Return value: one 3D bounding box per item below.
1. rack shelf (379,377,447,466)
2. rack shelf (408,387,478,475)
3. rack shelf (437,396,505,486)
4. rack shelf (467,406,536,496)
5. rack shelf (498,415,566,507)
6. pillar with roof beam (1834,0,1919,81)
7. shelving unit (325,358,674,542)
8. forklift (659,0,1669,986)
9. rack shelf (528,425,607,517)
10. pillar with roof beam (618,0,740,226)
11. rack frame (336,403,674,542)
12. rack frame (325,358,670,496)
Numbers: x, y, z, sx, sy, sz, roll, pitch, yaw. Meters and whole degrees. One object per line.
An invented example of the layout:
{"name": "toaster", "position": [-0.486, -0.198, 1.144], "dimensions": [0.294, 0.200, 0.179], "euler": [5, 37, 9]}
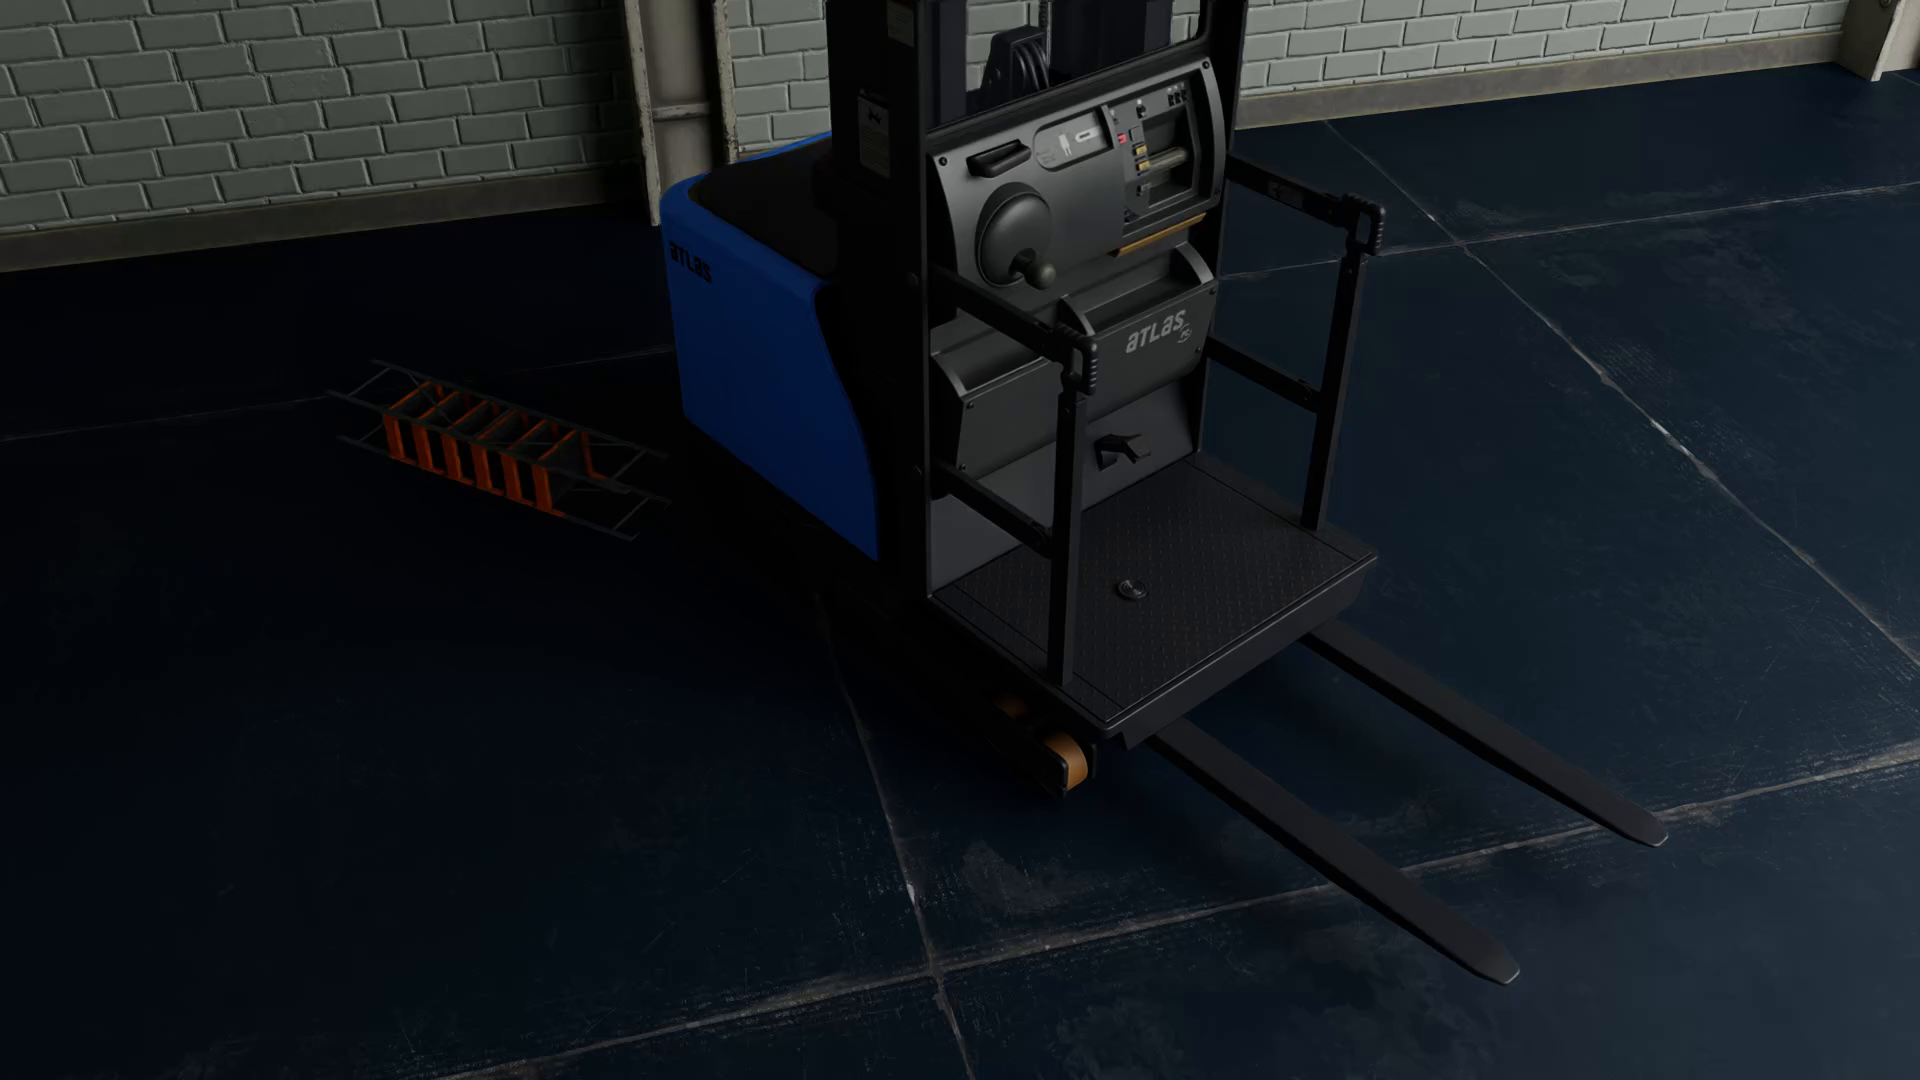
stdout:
{"name": "rack shelf", "position": [-1.802, -0.400, 5.564], "dimensions": [0.103, 0.180, 0.258], "euler": [18, 41, 19]}
{"name": "rack shelf", "position": [-1.694, -0.365, 5.525], "dimensions": [0.103, 0.180, 0.258], "euler": [18, 41, 19]}
{"name": "rack shelf", "position": [-1.587, -0.329, 5.485], "dimensions": [0.103, 0.180, 0.258], "euler": [18, 41, 19]}
{"name": "rack shelf", "position": [-1.479, -0.294, 5.446], "dimensions": [0.103, 0.180, 0.258], "euler": [18, 41, 19]}
{"name": "rack shelf", "position": [-1.371, -0.259, 5.406], "dimensions": [0.103, 0.180, 0.258], "euler": [18, 41, 19]}
{"name": "pillar with roof beam", "position": [5.770, -3.436, 2.336], "dimensions": [0.400, 9.000, 9.100], "euler": [-9, 38, -12]}
{"name": "shelving unit", "position": [-1.519, -0.307, 5.460], "dimensions": [1.200, 0.189, 0.258], "euler": [18, 41, 19]}
{"name": "forklift", "position": [0.451, -0.847, 3.945], "dimensions": [1.130, 2.935, 3.031], "euler": [-28, 45, -31]}
{"name": "rack shelf", "position": [-1.263, -0.224, 5.367], "dimensions": [0.103, 0.180, 0.258], "euler": [18, 41, 19]}
{"name": "pillar with roof beam", "position": [-0.023, -2.486, 1.093], "dimensions": [0.400, 9.000, 9.100], "euler": [-9, 38, -12]}
{"name": "rack frame", "position": [-1.521, -0.236, 5.517], "dimensions": [1.200, 0.006, 0.240], "euler": [18, 41, 19]}
{"name": "rack frame", "position": [-1.516, -0.379, 5.404], "dimensions": [1.200, 0.006, 0.240], "euler": [18, 41, 19]}
